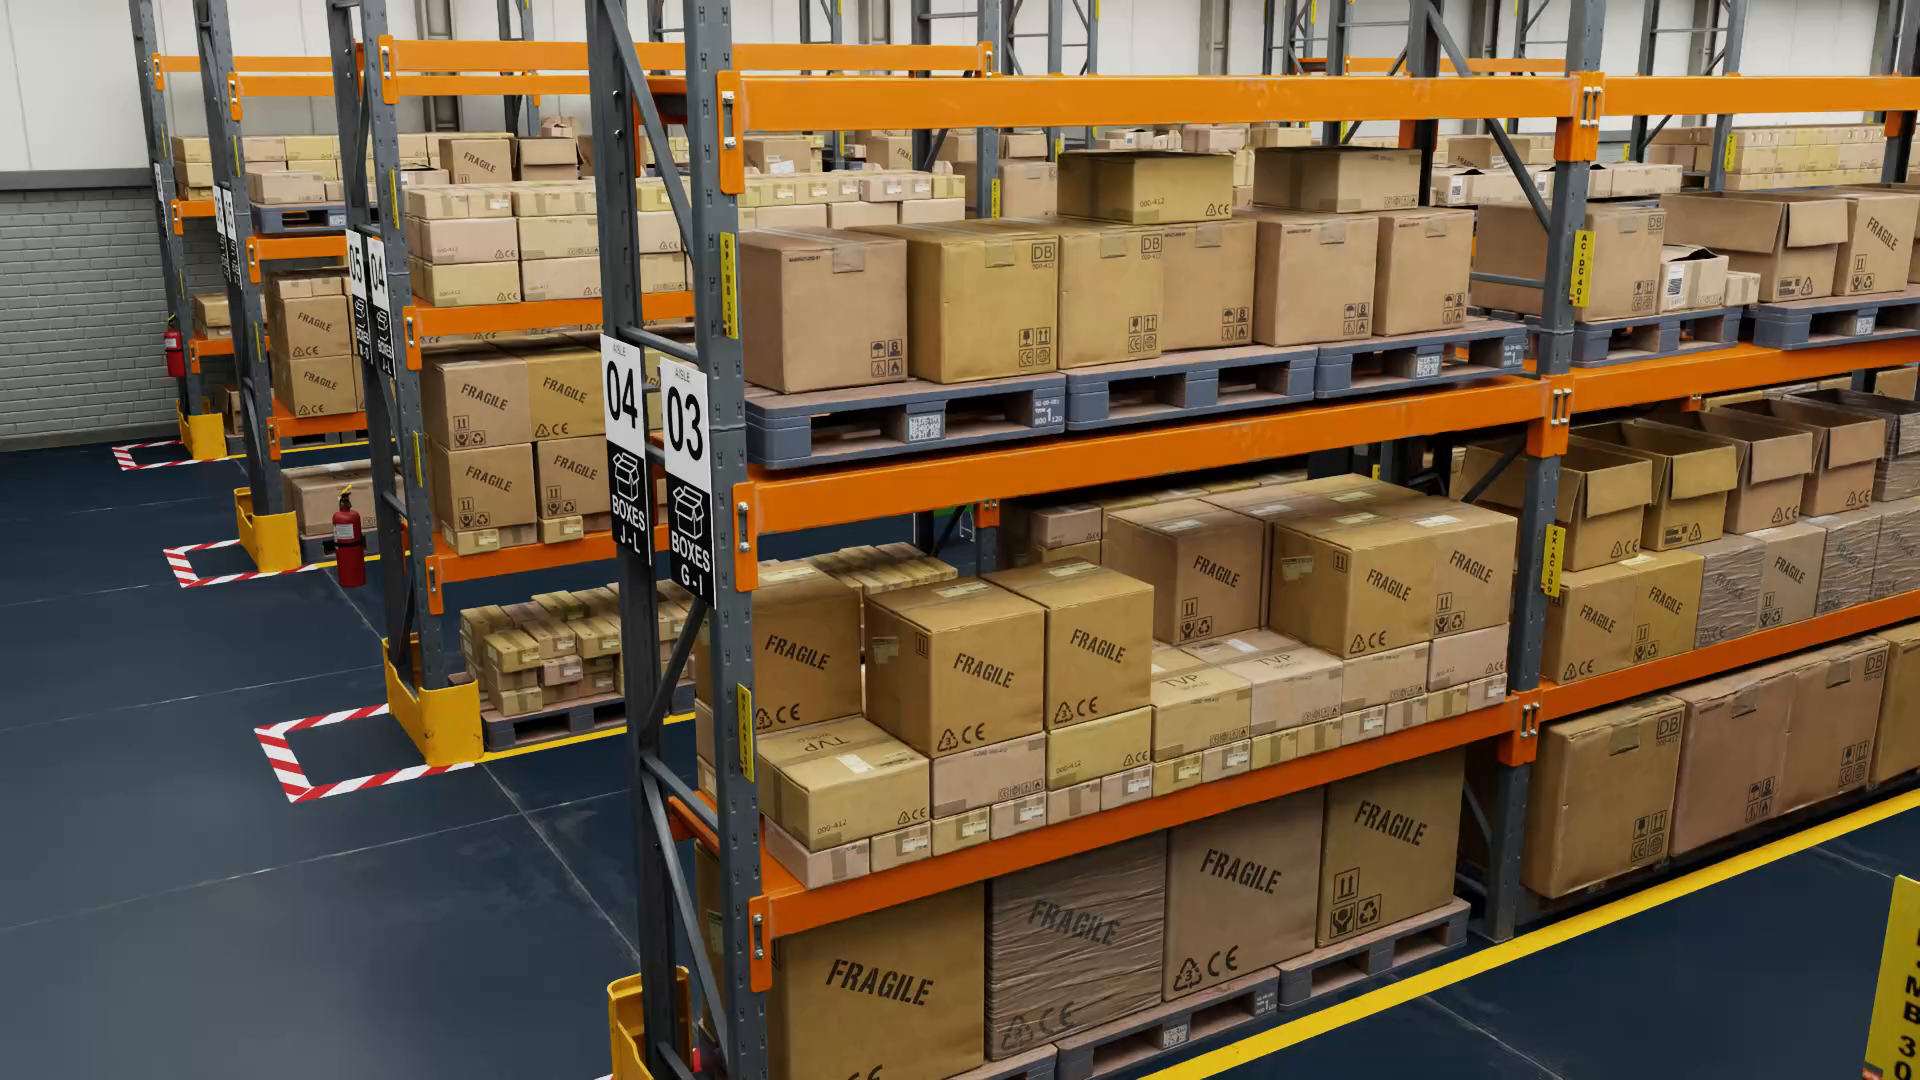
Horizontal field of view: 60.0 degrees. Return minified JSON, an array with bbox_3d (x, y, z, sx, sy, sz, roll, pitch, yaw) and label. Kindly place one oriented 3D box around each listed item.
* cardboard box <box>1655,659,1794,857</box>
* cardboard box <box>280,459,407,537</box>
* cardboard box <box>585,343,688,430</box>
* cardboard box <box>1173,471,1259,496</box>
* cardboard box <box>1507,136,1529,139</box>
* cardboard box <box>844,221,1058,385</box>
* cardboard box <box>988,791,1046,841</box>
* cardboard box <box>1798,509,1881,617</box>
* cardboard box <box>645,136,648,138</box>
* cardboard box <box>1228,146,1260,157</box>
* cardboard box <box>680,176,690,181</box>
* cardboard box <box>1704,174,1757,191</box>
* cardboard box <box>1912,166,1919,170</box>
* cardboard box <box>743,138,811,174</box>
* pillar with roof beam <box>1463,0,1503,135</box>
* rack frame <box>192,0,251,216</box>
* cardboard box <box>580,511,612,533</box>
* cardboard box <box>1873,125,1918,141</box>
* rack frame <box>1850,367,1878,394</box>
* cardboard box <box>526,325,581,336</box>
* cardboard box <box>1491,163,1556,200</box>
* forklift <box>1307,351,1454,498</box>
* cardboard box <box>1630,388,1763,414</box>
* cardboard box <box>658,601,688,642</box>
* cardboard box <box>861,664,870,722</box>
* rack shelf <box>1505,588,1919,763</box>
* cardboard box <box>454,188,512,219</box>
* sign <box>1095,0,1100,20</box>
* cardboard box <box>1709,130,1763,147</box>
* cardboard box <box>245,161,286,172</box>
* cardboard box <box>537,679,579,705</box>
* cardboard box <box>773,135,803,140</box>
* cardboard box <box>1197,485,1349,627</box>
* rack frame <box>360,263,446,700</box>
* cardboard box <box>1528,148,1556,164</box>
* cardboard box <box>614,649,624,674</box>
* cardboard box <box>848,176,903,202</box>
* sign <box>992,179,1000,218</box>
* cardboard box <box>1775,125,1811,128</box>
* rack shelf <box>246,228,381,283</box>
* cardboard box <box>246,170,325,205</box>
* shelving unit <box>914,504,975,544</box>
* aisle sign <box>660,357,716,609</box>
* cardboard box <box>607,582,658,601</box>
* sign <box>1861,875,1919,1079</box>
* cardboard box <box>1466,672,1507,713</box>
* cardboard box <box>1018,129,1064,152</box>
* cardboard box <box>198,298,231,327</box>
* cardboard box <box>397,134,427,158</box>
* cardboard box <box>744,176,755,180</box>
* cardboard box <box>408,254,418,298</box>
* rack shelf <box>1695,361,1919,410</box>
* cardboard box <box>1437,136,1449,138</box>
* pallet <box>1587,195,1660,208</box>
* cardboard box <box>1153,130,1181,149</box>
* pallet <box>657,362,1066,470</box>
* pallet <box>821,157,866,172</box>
[{"bbox_3d":[3.727,1.024,9.197,0.875,0.875,1.225,-10,18,-32],"label":"cardboard box"},{"bbox_3d":[-5.595,-0.399,15.084,0.875,0.438,0.875,-10,18,-32],"label":"cardboard box"},{"bbox_3d":[-2.065,-0.997,10.660,0.500,0.500,0.500,-10,18,-31],"label":"cardboard box"},{"bbox_3d":[2.062,-0.360,13.442,0.500,0.250,0.500,-9,18,-28],"label":"cardboard box"},{"bbox_3d":[7.018,-5.065,21.192,0.250,0.149,0.380,-9,18,-30],"label":"cardboard box"},{"bbox_3d":[-0.043,-0.900,6.199,0.500,0.500,0.700,-10,19,-32],"label":"cardboard box"},{"bbox_3d":[0.131,1.017,6.529,0.250,0.149,0.380,-10,18,-31],"label":"cardboard box"},{"bbox_3d":[4.683,0.084,9.208,0.500,0.500,0.500,-10,18,-32],"label":"cardboard box"},{"bbox_3d":[-3.908,-4.973,20.826,0.250,0.149,0.380,-9,18,-29],"label":"cardboard box"},{"bbox_3d":[2.256,-3.049,13.407,0.258,0.266,0.396,-9,18,-30],"label":"cardboard box"},{"bbox_3d":[-1.787,-2.350,11.130,0.250,0.149,0.380,-10,18,-31],"label":"cardboard box"},{"bbox_3d":[7.300,-3.398,15.759,0.250,0.149,0.380,-10,18,-31],"label":"cardboard box"},{"bbox_3d":[9.695,-3.787,17.146,0.250,0.149,0.380,-9,18,-29],"label":"cardboard box"},{"bbox_3d":[-1.775,-3.622,16.092,0.500,0.500,0.500,-10,18,-31],"label":"cardboard box"},{"bbox_3d":[11.346,-7.526,25.426,0.400,9.000,9.100,-9,18,-30],"label":"pillar with roof beam"},{"bbox_3d":[-6.109,-4.204,13.576,0.127,3.000,1.000,-9,18,-30],"label":"rack frame"},{"bbox_3d":[-2.420,-0.170,10.765,0.250,0.149,0.380,-8,18,-27],"label":"cardboard box"},{"bbox_3d":[9.472,-4.134,16.909,0.250,0.149,0.380,-9,18,-29],"label":"cardboard box"},{"bbox_3d":[5.852,-0.135,10.173,0.127,3.000,1.000,-9,18,-30],"label":"rack frame"},{"bbox_3d":[-3.813,-2.130,15.253,0.500,0.500,0.500,-9,18,-29],"label":"cardboard box"},{"bbox_3d":[4.988,-3.139,14.534,0.500,0.311,0.500,-10,18,-31],"label":"cardboard box"},{"bbox_3d":[3.012,-0.188,10.492,3.031,2.935,1.130,14,21,42],"label":"forklift"},{"bbox_3d":[7.388,-1.103,16.785,0.875,0.875,0.875,-9,18,-29],"label":"cardboard box"},{"bbox_3d":[-1.980,0.544,11.153,0.250,0.149,0.380,-8,18,-28],"label":"cardboard box"},{"bbox_3d":[-0.291,0.707,6.896,0.500,0.250,0.500,-10,18,-31],"label":"cardboard box"},{"bbox_3d":[4.138,0.490,9.278,4.000,0.370,1.077,-9,18,-30],"label":"rack shelf"},{"bbox_3d":[-2.850,-2.013,9.928,0.250,0.149,0.380,-8,18,-27],"label":"cardboard box"},{"bbox_3d":[1.908,-7.384,23.043,0.005,0.325,0.100,-9,18,-30],"label":"sign"},{"bbox_3d":[7.300,-3.782,15.652,0.250,0.149,0.380,-9,18,-29],"label":"cardboard box"},{"bbox_3d":[-7.722,-4.053,18.319,0.500,0.250,0.500,-9,18,-29],"label":"cardboard box"},{"bbox_3d":[-2.677,0.932,10.871,0.250,0.149,0.380,-9,18,-30],"label":"cardboard box"},{"bbox_3d":[-2.233,-5.154,21.511,0.250,0.149,0.380,-10,18,-32],"label":"cardboard box"},{"bbox_3d":[1.455,0.063,7.804,0.500,0.500,0.500,-9,18,-30],"label":"cardboard box"},{"bbox_3d":[-3.473,-0.184,10.350,0.127,3.000,1.000,-9,18,-30],"label":"rack frame"},{"bbox_3d":[7.306,-4.921,21.419,0.500,0.250,0.500,-9,18,-30],"label":"cardboard box"},{"bbox_3d":[-2.188,0.740,11.007,0.250,0.149,0.380,-9,18,-28],"label":"cardboard box"},{"bbox_3d":[-0.581,-2.355,11.151,0.250,0.149,0.380,-9,18,-30],"label":"cardboard box"},{"bbox_3d":[0.242,-2.309,11.415,0.005,0.325,0.100,-9,18,-30],"label":"sign"},{"bbox_3d":[8.483,-4.181,17.076,0.250,0.149,0.380,-9,18,-29],"label":"cardboard box"},{"bbox_3d":[-4.394,-2.691,15.069,4.000,0.370,1.077,-9,18,-30],"label":"rack shelf"},{"bbox_3d":[-5.769,-3.021,14.228,0.500,0.250,0.500,-11,19,-35],"label":"cardboard box"},{"bbox_3d":[-0.142,-0.555,15.006,0.503,1.200,0.258,-9,18,-30],"label":"shelving unit"},{"bbox_3d":[-0.912,-0.195,5.572,0.004,0.787,0.394,-9,18,-30],"label":"aisle sign"},{"bbox_3d":[-2.292,0.409,11.635,0.250,0.149,0.380,-8,18,-28],"label":"cardboard box"},{"bbox_3d":[1.248,0.604,2.173,0.005,0.325,0.100,-9,18,-30],"label":"sign"},{"bbox_3d":[2.331,0.661,7.802,0.250,0.149,0.380,-9,18,-29],"label":"cardboard box"},{"bbox_3d":[1.123,-5.626,23.408,0.500,0.311,0.500,-10,18,-31],"label":"cardboard box"},{"bbox_3d":[-8.141,-2.535,18.463,0.500,0.250,0.500,-9,18,-29],"label":"cardboard box"},{"bbox_3d":[-6.418,-4.508,19.019,0.500,0.250,0.500,-9,18,-29],"label":"cardboard box"},{"bbox_3d":[-1.570,-2.389,11.271,0.250,0.149,0.380,-8,18,-27],"label":"cardboard box"},{"bbox_3d":[-3.219,-1.681,10.409,0.500,0.250,0.500,-10,18,-31],"label":"cardboard box"},{"bbox_3d":[8.528,-1.784,17.389,4.000,0.370,1.077,-9,18,-30],"label":"rack shelf"},{"bbox_3d":[6.060,-5.094,21.295,0.250,0.149,0.380,-9,18,-28],"label":"cardboard box"},{"bbox_3d":[6.053,-3.066,15.426,1.217,0.209,0.805,-10,19,-32],"label":"pallet"},{"bbox_3d":[3.047,-5.897,24.460,0.258,0.266,0.396,-10,18,-31],"label":"cardboard box"},{"bbox_3d":[-0.375,-0.530,6.189,1.213,0.211,1.003,-9,18,-30],"label":"pallet"},{"bbox_3d":[-1.275,-5.044,22.478,1.003,0.211,1.213,-8,18,-27],"label":"pallet"}]
